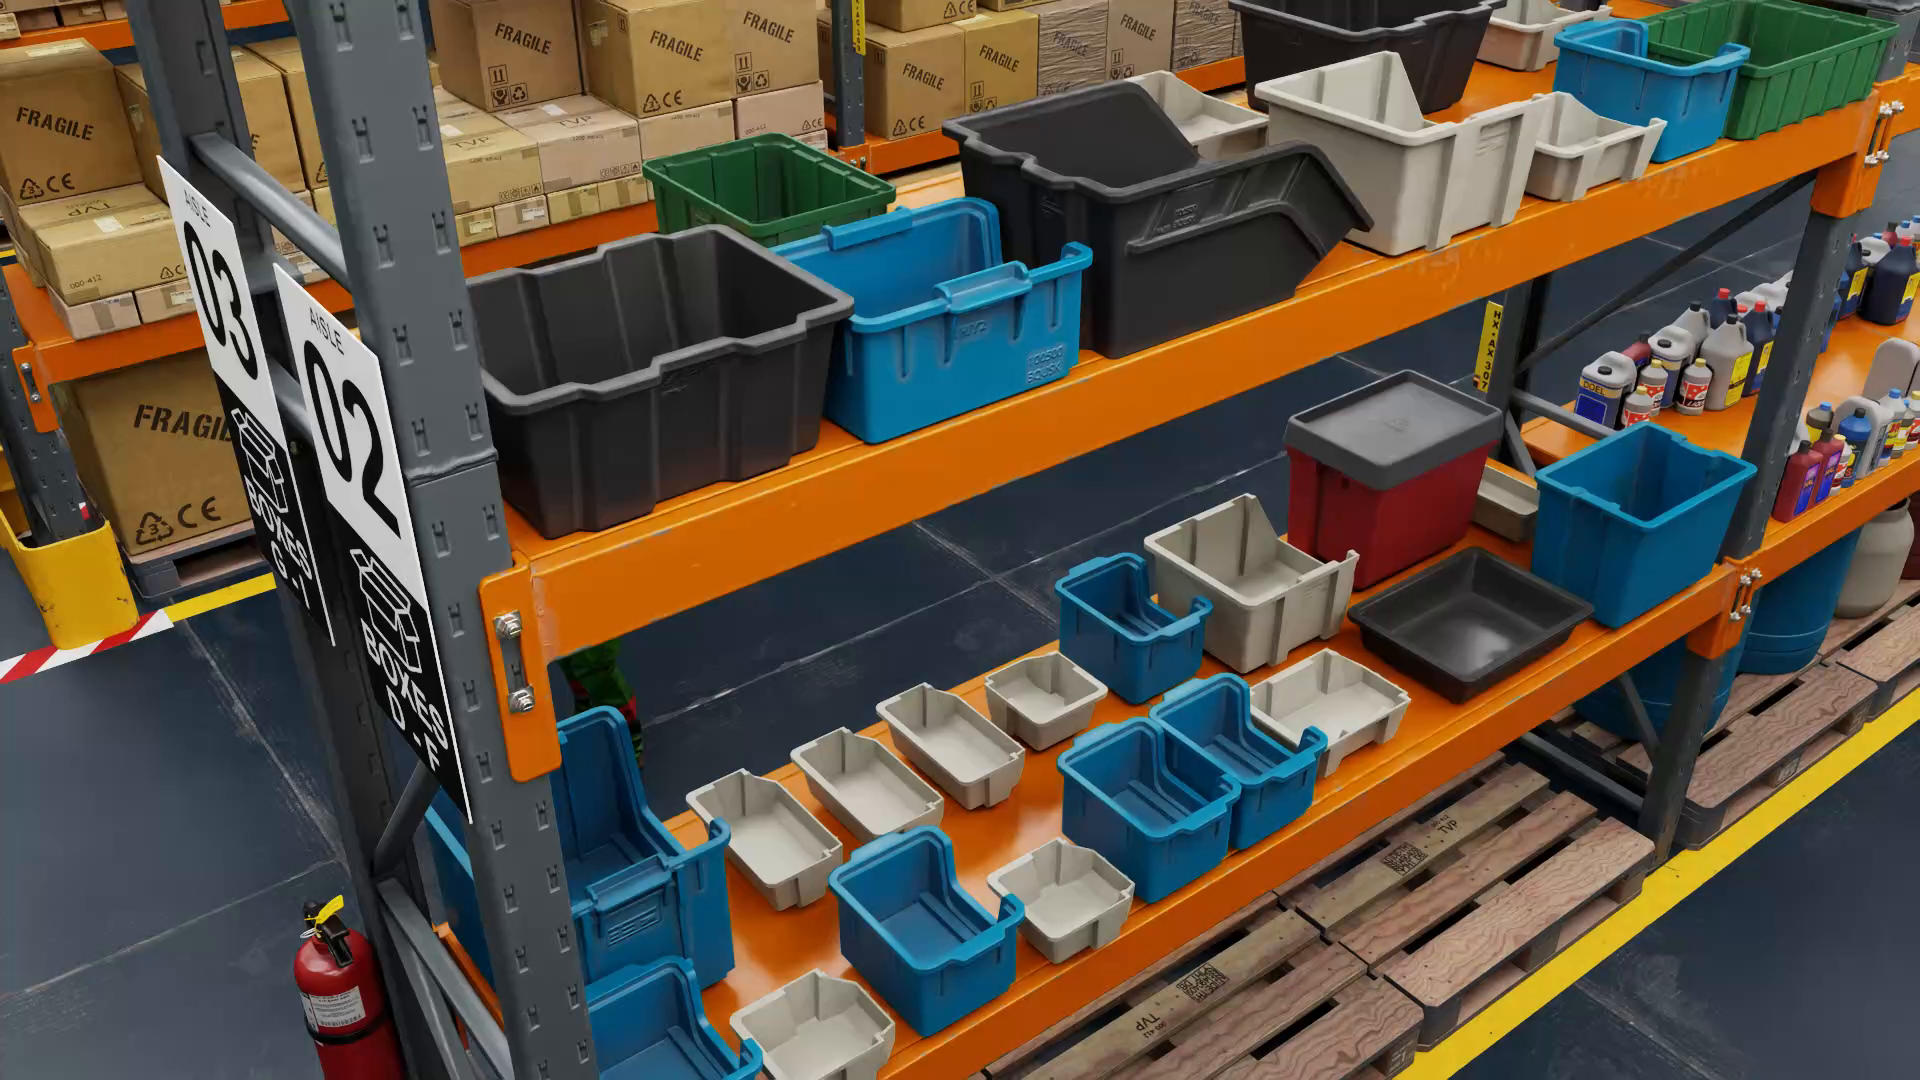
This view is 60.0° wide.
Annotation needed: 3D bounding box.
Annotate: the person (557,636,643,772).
[{"bbox_3d":[-1.446,0.125,5.918,0.560,1.782,0.494,-21,38,-30],"label":"person"}]
